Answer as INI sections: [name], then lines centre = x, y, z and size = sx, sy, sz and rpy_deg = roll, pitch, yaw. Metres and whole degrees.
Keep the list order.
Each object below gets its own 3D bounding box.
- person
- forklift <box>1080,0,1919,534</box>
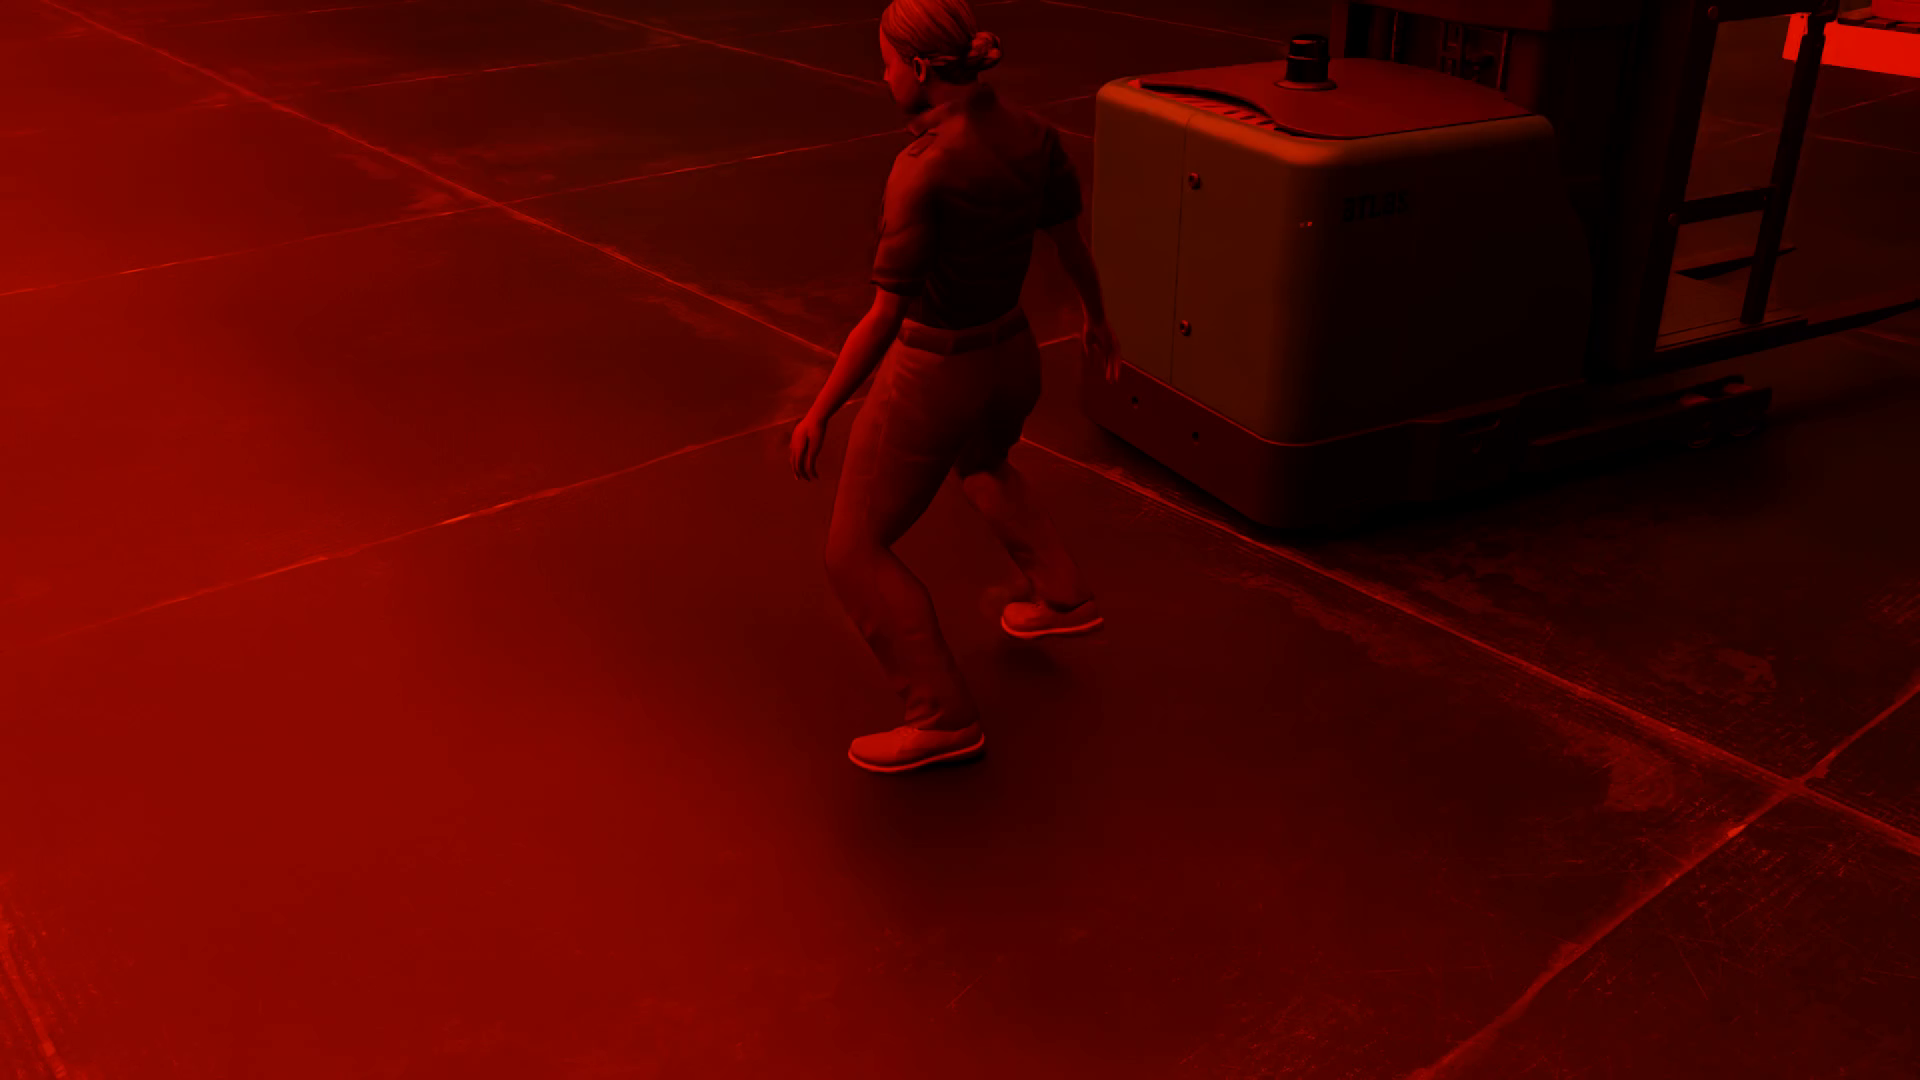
[person]
centre = 0.053, -0.340, 3.446
size = 0.822, 1.573, 0.361
rpy_deg = -24, 35, -39
[forklift]
centre = 1.917, -1.783, 4.798
size = 3.031, 2.935, 1.130
rpy_deg = -13, 29, -25
